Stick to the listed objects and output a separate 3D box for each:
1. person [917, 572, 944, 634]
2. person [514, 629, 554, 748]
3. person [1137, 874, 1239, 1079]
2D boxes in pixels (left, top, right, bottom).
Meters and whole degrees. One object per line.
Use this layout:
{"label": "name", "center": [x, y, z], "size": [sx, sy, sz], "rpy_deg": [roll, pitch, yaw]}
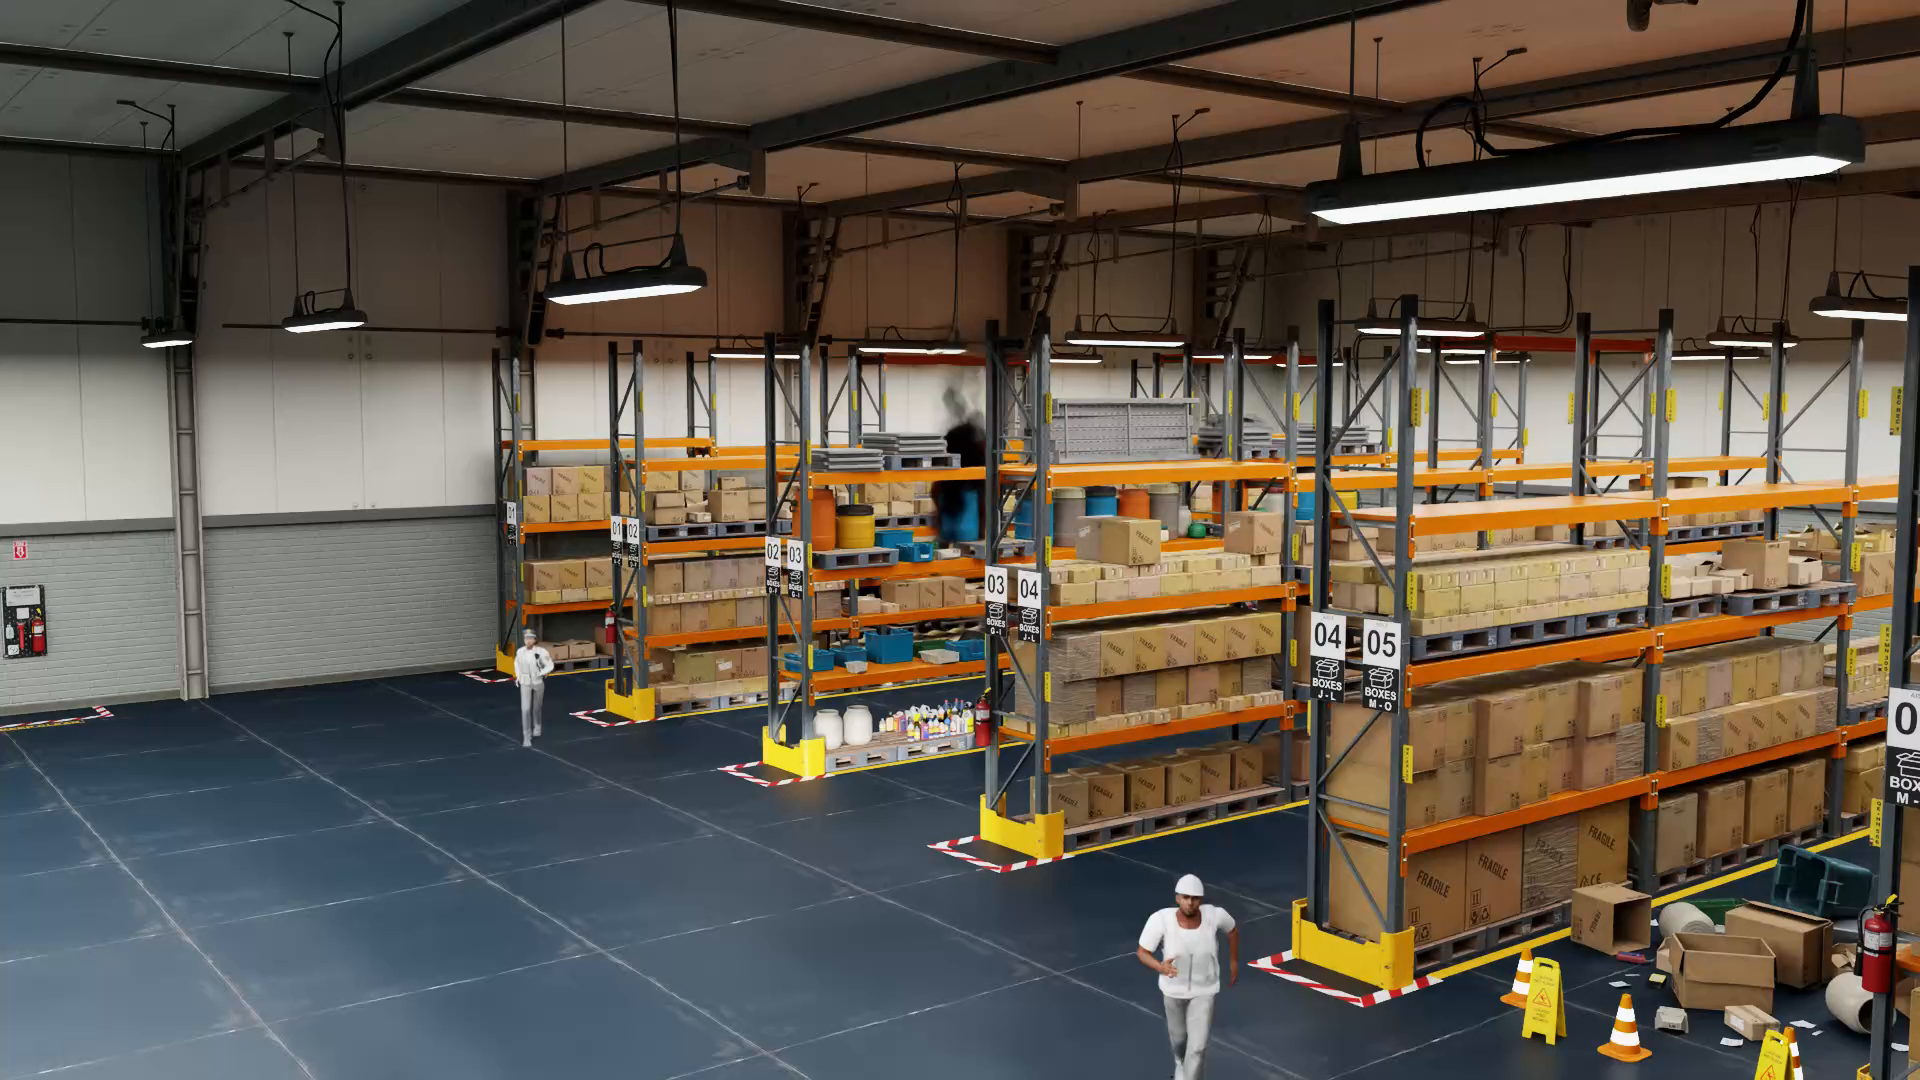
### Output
{"label": "person", "center": [-0.549, 1.495, 32.907], "size": [0.801, 1.633, 0.682], "rpy_deg": [-4, 7, -40]}
{"label": "person", "center": [-6.302, 2.161, 24.616], "size": [0.603, 1.744, 0.792], "rpy_deg": [-1, 5, -6]}
{"label": "person", "center": [1.631, 3.245, 11.910], "size": [0.729, 1.794, 0.989], "rpy_deg": [1, 5, 7]}
